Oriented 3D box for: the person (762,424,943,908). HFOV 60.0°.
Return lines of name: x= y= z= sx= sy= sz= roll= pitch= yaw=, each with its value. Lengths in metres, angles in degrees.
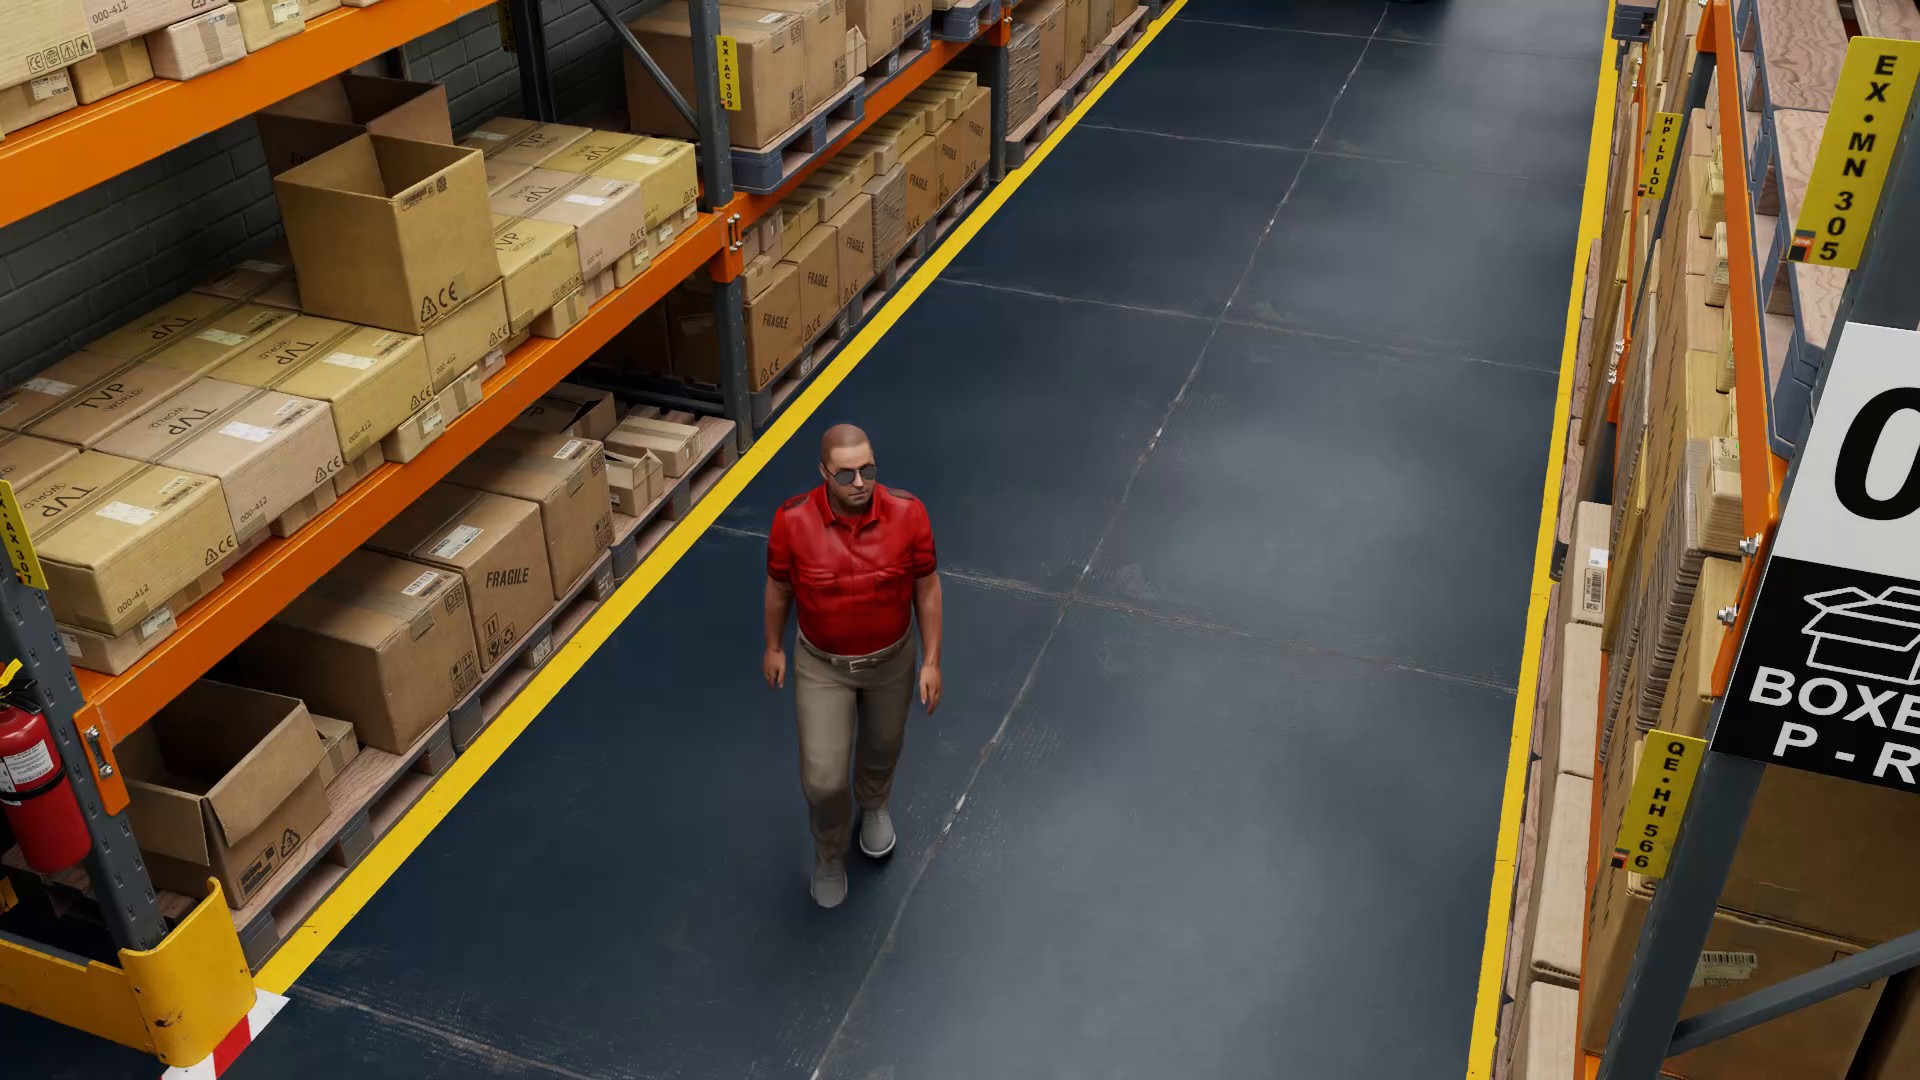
person: x=-0.346 y=0.436 z=5.515 sx=0.583 sy=1.800 sz=0.530 roll=-8 pitch=34 yaw=-12
